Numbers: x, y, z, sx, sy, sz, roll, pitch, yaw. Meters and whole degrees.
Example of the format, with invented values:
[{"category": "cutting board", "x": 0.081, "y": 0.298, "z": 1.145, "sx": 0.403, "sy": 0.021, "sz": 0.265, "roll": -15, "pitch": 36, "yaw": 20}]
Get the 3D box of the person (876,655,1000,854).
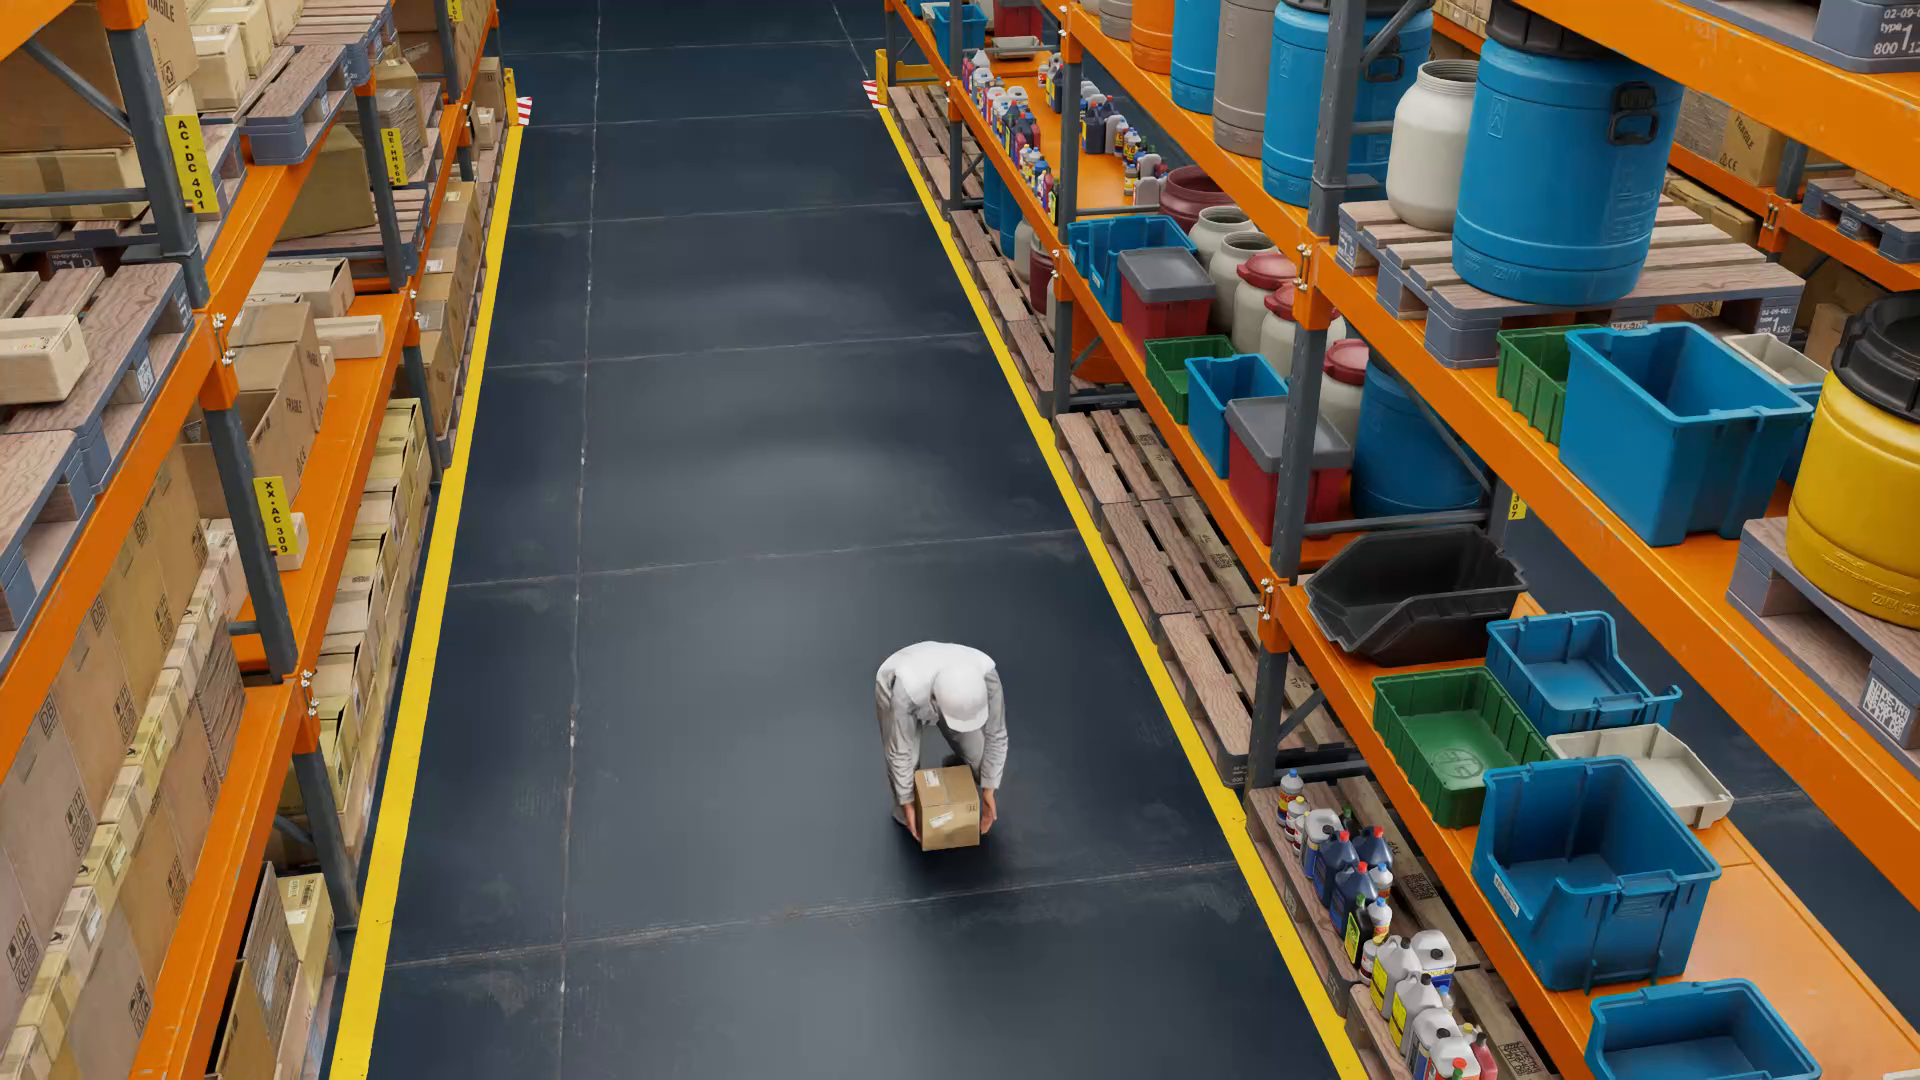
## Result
[{"category": "person", "x": -0.102, "y": 0.846, "z": 7.439, "sx": 0.533, "sy": 1.009, "sz": 0.861, "roll": -5, "pitch": 31, "yaw": -9}]
